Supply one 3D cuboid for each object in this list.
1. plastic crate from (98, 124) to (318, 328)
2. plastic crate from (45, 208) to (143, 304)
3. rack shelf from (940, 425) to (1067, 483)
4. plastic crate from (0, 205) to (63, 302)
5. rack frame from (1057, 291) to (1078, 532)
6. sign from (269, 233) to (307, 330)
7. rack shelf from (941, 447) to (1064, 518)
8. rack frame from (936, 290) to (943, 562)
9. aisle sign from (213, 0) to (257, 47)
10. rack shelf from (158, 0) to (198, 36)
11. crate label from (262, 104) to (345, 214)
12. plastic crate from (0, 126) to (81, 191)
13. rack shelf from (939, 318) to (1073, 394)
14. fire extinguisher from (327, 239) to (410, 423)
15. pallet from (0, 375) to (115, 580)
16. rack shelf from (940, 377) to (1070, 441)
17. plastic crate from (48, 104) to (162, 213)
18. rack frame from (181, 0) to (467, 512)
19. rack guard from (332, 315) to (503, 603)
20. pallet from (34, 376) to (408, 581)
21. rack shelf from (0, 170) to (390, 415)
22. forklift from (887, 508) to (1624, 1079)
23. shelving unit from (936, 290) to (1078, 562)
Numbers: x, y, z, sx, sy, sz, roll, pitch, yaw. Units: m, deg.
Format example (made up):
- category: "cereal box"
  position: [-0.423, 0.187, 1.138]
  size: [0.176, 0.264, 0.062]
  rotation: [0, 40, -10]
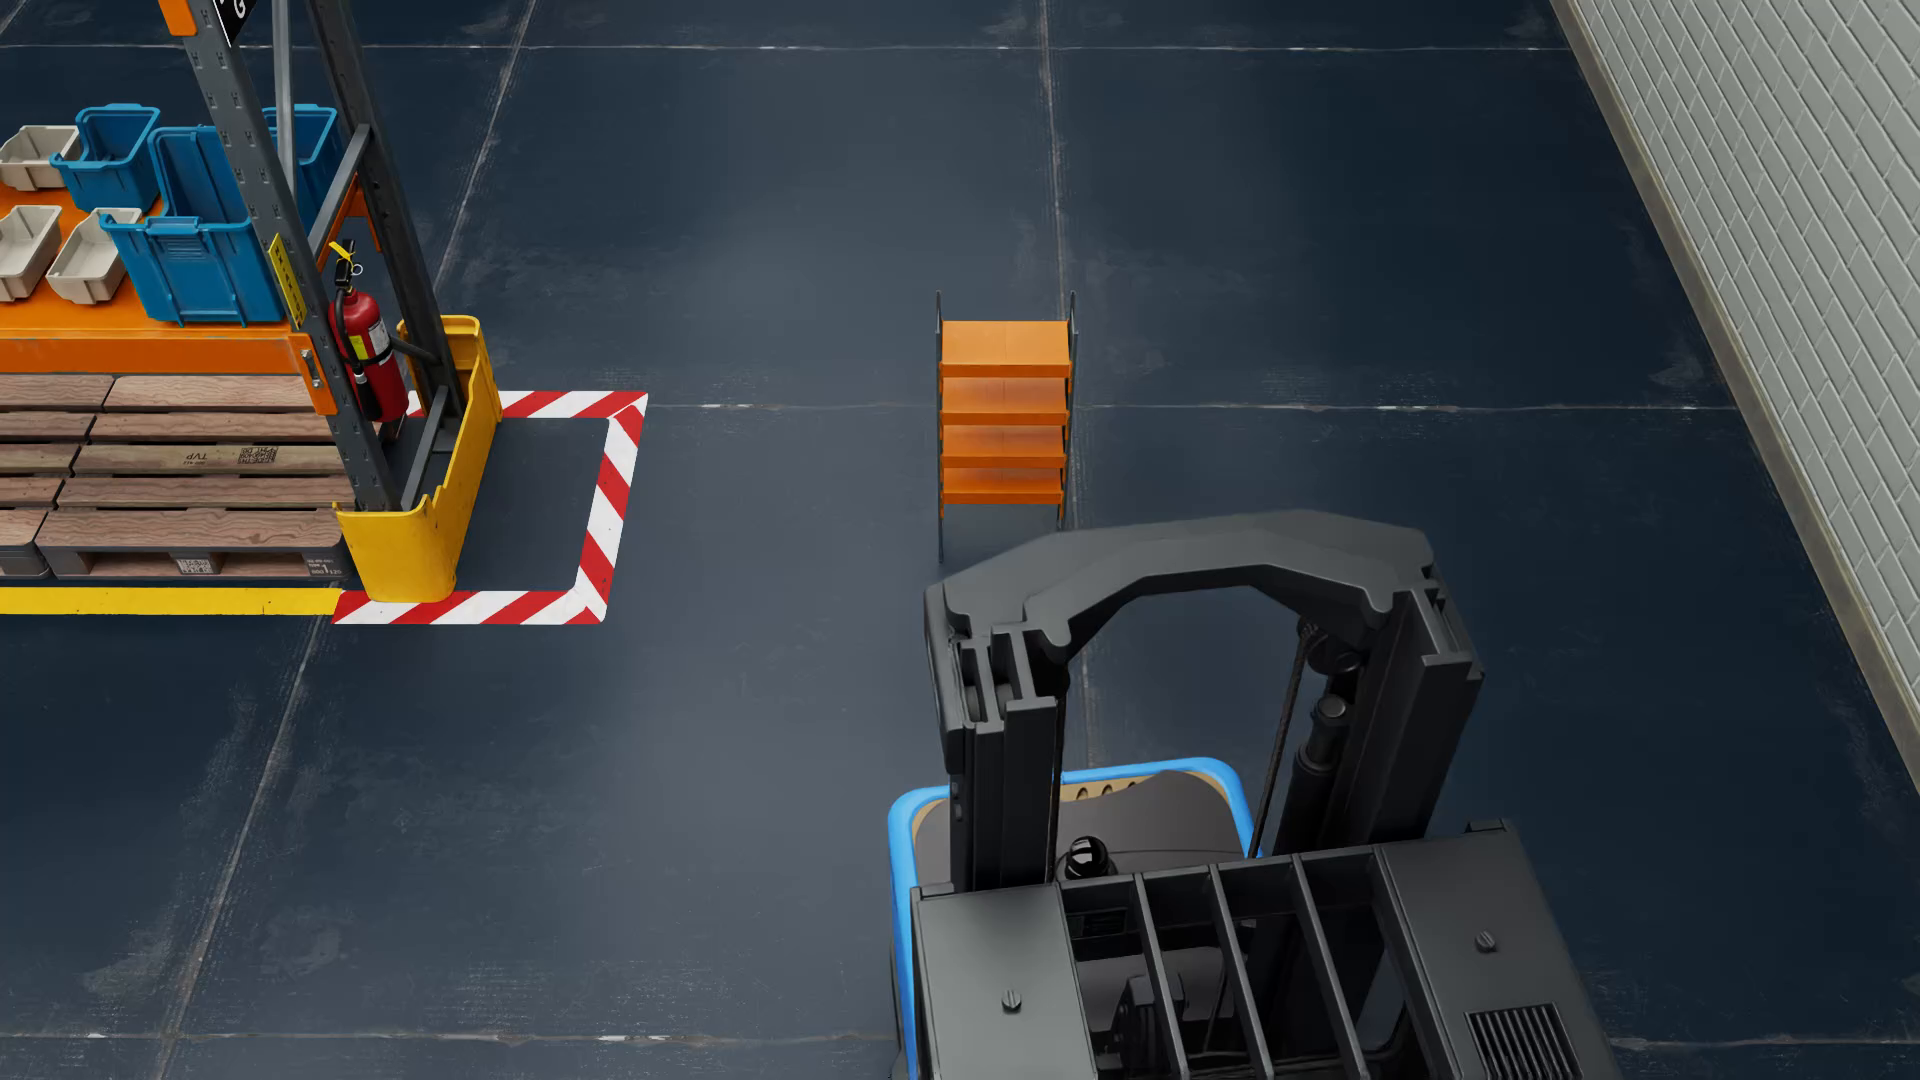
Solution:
- category: "plastic crate"
  position: [-2.553, -1.089, 5.730]
  size: [0.499, 0.435, 0.616]
  rotation: [0, 47, 0]
- category: "plastic crate"
  position: [-3.034, -0.993, 5.845]
  size: [0.243, 0.136, 0.396]
  rotation: [0, 47, 0]
- category: "rack shelf"
  position: [0.166, -0.363, 6.440]
  size: [0.480, 0.148, 0.258]
  rotation: [0, 47, 0]
- category: "plastic crate"
  position: [-3.324, -1.004, 5.855]
  size: [0.243, 0.136, 0.396]
  rotation: [0, 47, 0]
- category: "rack frame"
  position: [0.410, -0.408, 6.391]
  size: [0.015, 1.200, 0.240]
  rotation: [0, 47, 0]
- category: "sign"
  position: [-2.204, -0.846, 5.457]
  size: [0.005, 0.325, 0.100]
  rotation: [0, 47, 0]
- category: "rack shelf"
  position: [0.166, -0.227, 6.586]
  size: [0.480, 0.148, 0.258]
  rotation: [0, 47, 0]
- category: "rack frame"
  position: [-0.078, -0.409, 6.392]
  size: [0.015, 1.200, 0.240]
  rotation: [0, 47, 0]
- category: "aisle sign"
  position: [-2.147, -1.864, 4.740]
  size: [0.004, 0.787, 0.394]
  rotation: [0, 47, 0]
- category: "rack shelf"
  position: [-4.218, -1.975, 5.062]
  size: [4.000, 0.370, 1.077]
  rotation: [0, 47, 0]
- category: "crate label"
  position: [-2.464, -1.398, 6.156]
  size: [0.303, 0.233, 0.416]
  rotation: [0, 47, 0]
- category: "plastic crate"
  position: [-3.462, -1.428, 6.250]
  size: [0.298, 0.136, 0.250]
  rotation: [0, 47, 0]
- category: "rack shelf"
  position: [0.166, -0.676, 6.104]
  size: [0.480, 0.148, 0.258]
  rotation: [0, 47, 0]
- category: "fire extinguisher"
  position: [-2.069, -0.706, 5.746]
  size: [0.183, 0.674, 0.296]
  rotation: [0, 47, 0]
- category: "pallet"
  position: [-4.259, -0.279, 6.946]
  size: [1.213, 0.211, 1.003]
  rotation: [0, 47, 0]
- category: "rack shelf"
  position: [0.166, -0.515, 6.277]
  size: [0.480, 0.148, 0.258]
  rotation: [0, 47, 0]
- category: "plastic crate"
  position: [-3.122, -1.399, 6.158]
  size: [0.300, 0.233, 0.416]
  rotation: [0, 47, 0]
- category: "rack frame"
  position: [-2.218, -1.193, 5.892]
  size: [0.127, 3.000, 1.000]
  rotation: [0, 47, 0]
- category: "rack guard"
  position: [-2.194, -0.350, 6.815]
  size: [0.348, 0.500, 1.175]
  rotation: [0, 47, 0]
- category: "pallet"
  position: [-3.042, -0.273, 6.941]
  size: [1.213, 0.211, 1.003]
  rotation: [0, 47, 0]
- category: "rack shelf"
  position: [-4.218, -0.953, 6.160]
  size: [4.000, 0.370, 1.077]
  rotation: [0, 47, 0]
- category: "forklift"
  position: [0.490, 1.468, 3.462]
  size: [1.130, 2.935, 3.031]
  rotation: [-6, 47, -5]
- category: "shelving unit"
  position: [0.166, -0.408, 6.391]
  size: [0.503, 1.200, 0.258]
  rotation: [0, 47, 0]
